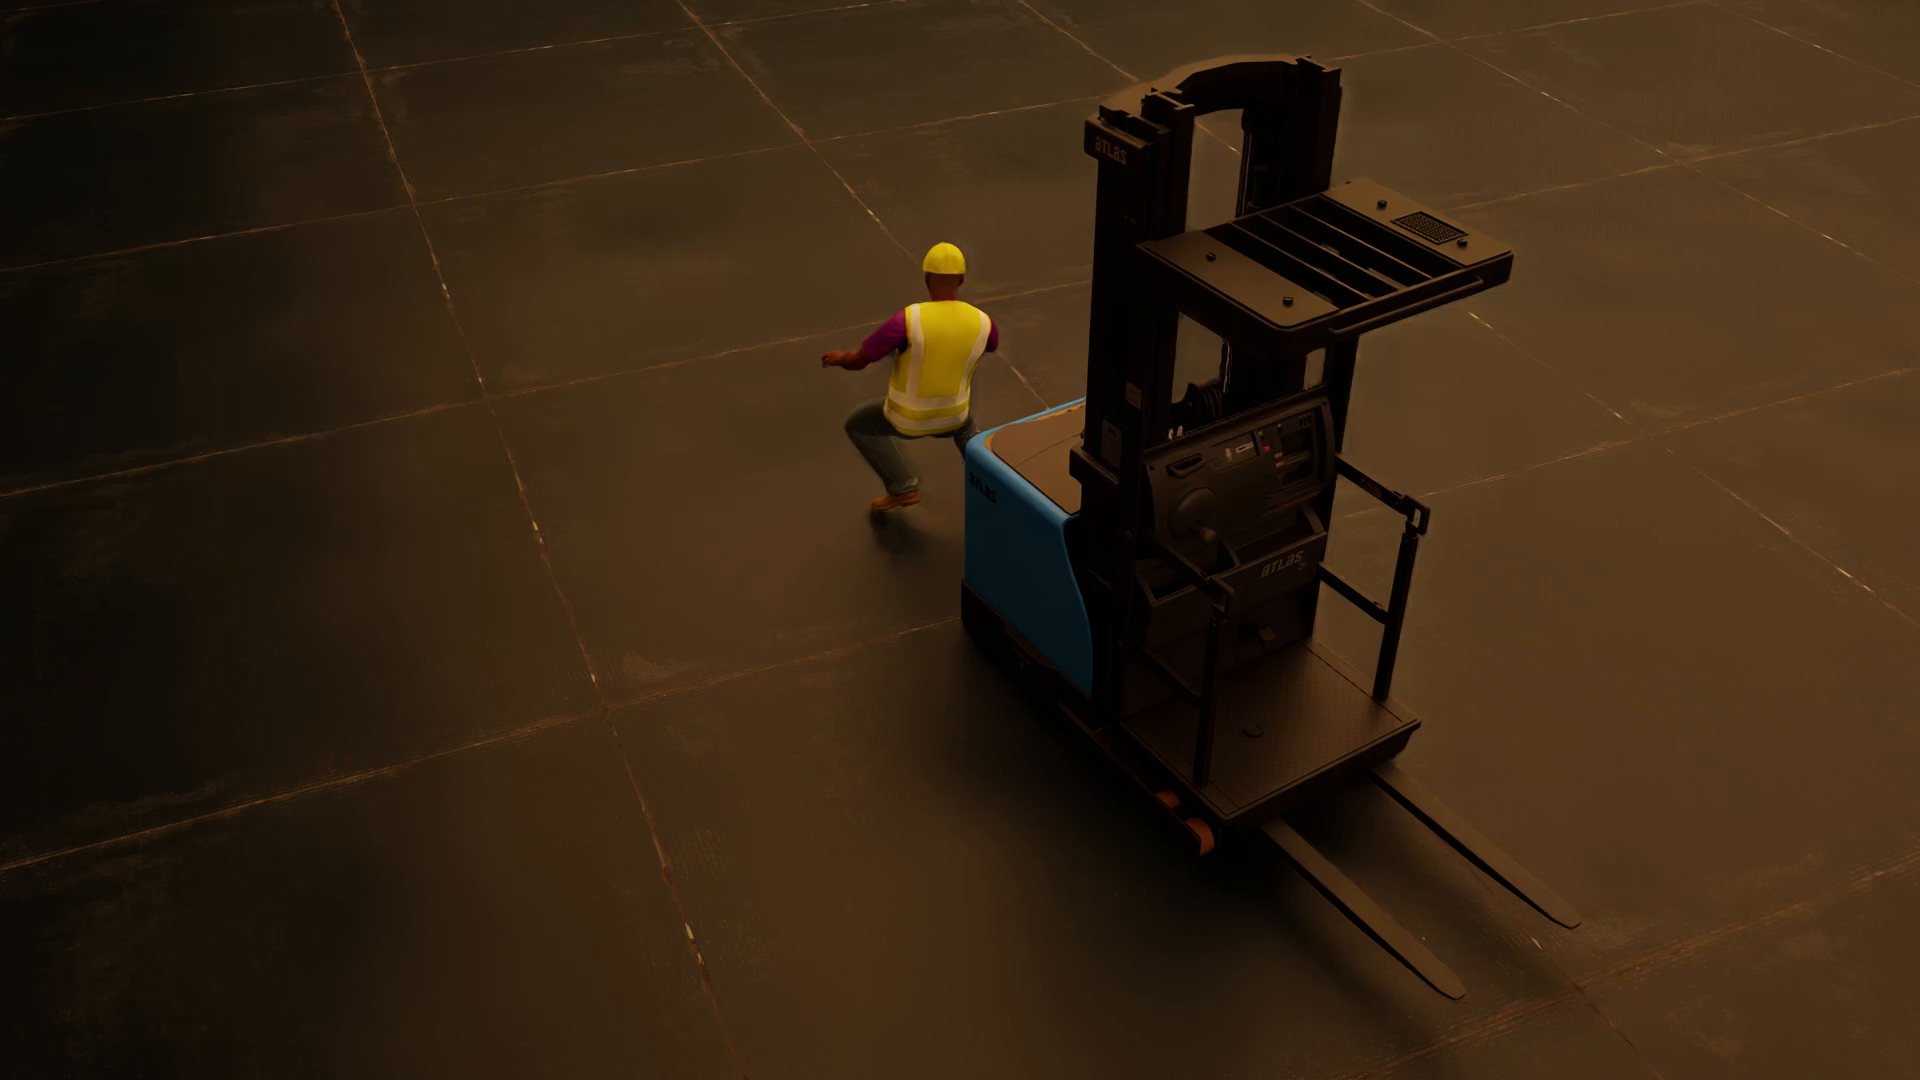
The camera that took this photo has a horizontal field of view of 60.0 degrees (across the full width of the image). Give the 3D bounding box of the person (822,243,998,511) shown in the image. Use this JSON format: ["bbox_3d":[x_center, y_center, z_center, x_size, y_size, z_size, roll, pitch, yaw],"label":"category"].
[{"bbox_3d":[-0.201,-0.807,8.401,0.957,1.585,0.761,-12,37,-17],"label":"person"}]

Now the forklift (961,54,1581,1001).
[{"bbox_3d":[1.227,-0.212,6.396,1.130,2.935,3.031,-21,40,-26],"label":"forklift"}]
